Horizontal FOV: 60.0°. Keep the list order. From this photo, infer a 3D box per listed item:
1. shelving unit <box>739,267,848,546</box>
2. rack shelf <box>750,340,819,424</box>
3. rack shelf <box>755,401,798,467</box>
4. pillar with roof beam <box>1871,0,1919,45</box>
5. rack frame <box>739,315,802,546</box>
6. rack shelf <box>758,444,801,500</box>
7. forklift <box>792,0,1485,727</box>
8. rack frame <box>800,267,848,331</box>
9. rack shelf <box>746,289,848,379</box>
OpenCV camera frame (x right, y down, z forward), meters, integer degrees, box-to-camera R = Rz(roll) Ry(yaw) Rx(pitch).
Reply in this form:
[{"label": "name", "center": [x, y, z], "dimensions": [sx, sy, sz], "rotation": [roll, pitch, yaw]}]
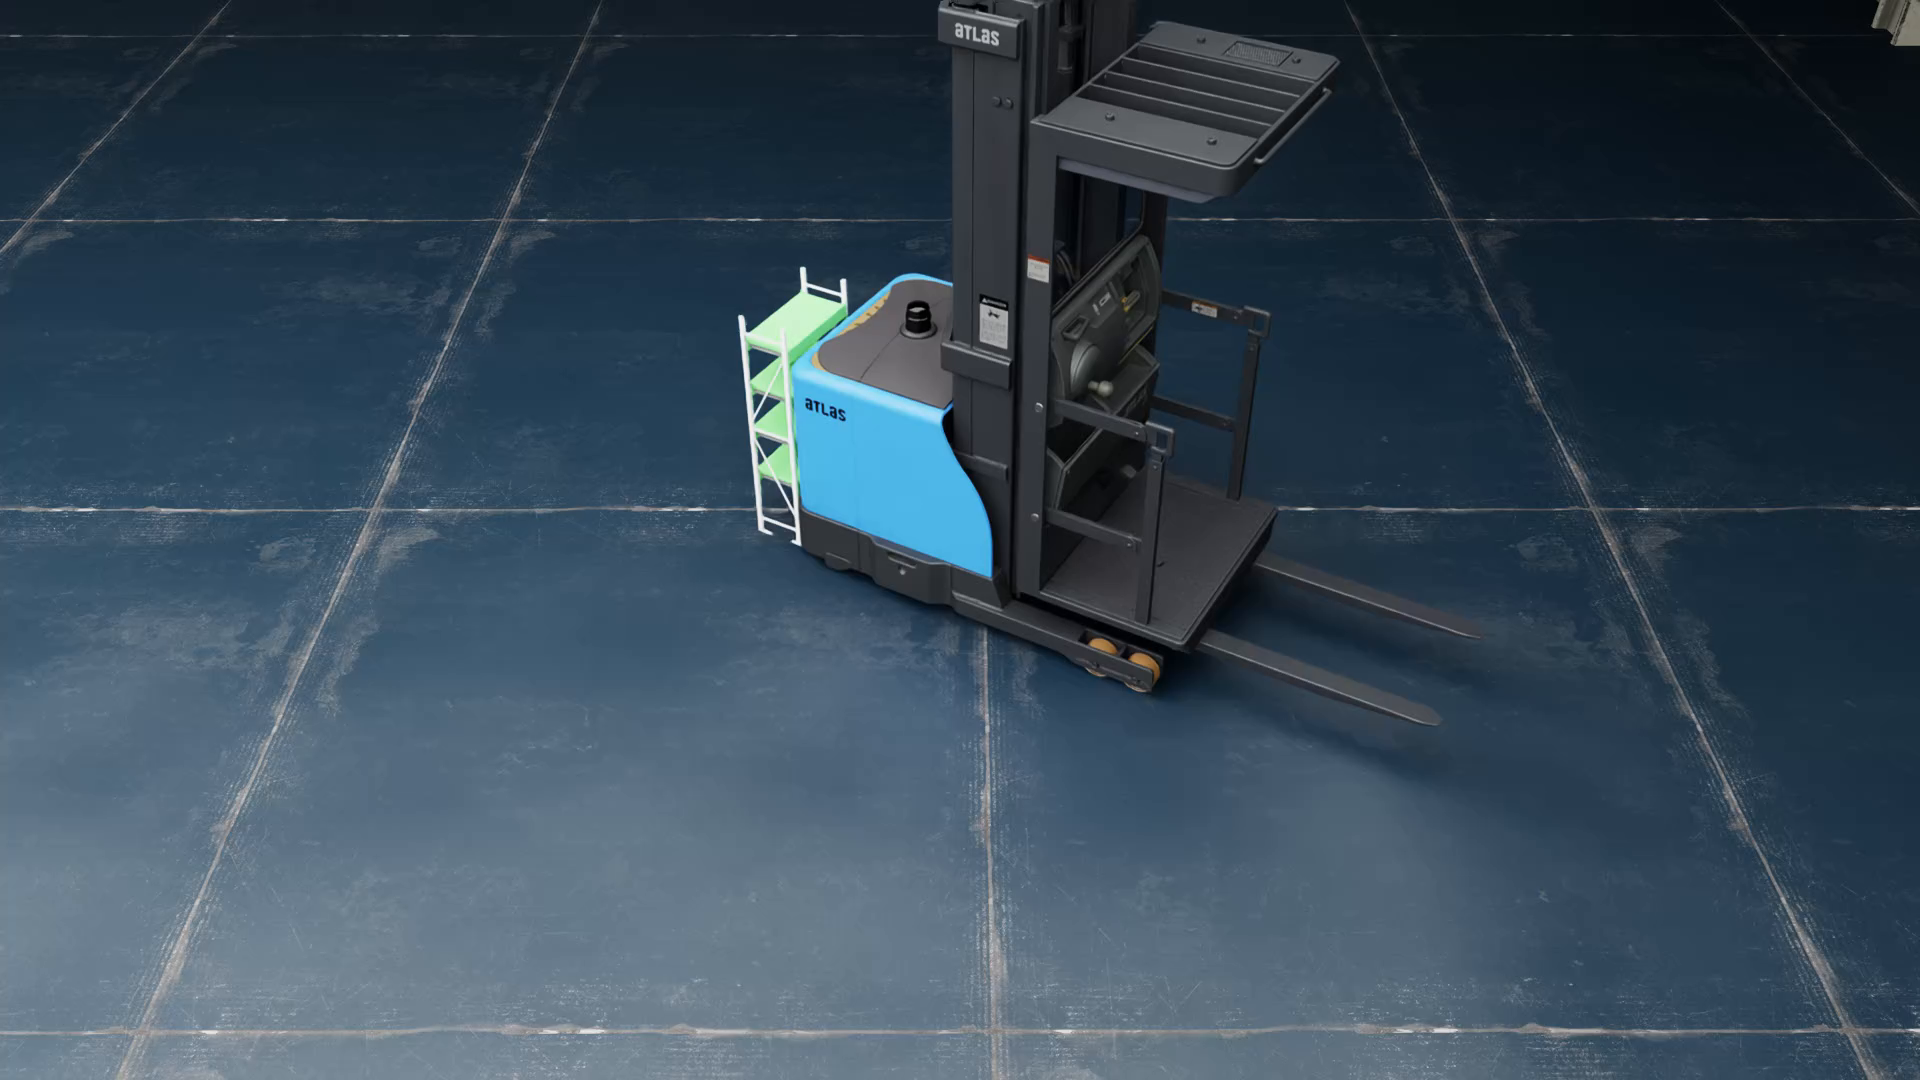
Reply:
[{"label": "shelving unit", "center": [-0.745, -0.614, 7.802], "dimensions": [0.258, 1.200, 0.503], "rotation": [19, 43, 22]}, {"label": "rack shelf", "center": [-0.745, -0.751, 7.692], "dimensions": [0.258, 0.148, 0.480], "rotation": [19, 43, 22]}, {"label": "rack shelf", "center": [-0.745, -0.564, 7.842], "dimensions": [0.258, 0.148, 0.480], "rotation": [19, 43, 22]}, {"label": "pillar with roof beam", "center": [2.985, -7.415, 10.053], "dimensions": [9.100, 9.000, 0.400], "rotation": [0, 39, 0]}, {"label": "rack frame", "center": [-0.864, -0.481, 7.636], "dimensions": [0.240, 1.200, 0.015], "rotation": [19, 43, 22]}, {"label": "rack shelf", "center": [-0.745, -0.377, 7.992], "dimensions": [0.258, 0.148, 0.480], "rotation": [19, 43, 22]}, {"label": "forklift", "center": [0.783, -0.870, 6.738], "dimensions": [3.031, 2.935, 1.130], "rotation": [20, 43, 23]}, {"label": "rack frame", "center": [-0.625, -0.747, 7.968], "dimensions": [0.240, 1.200, 0.015], "rotation": [19, 43, 22]}, {"label": "rack shelf", "center": [-0.745, -0.939, 7.542], "dimensions": [0.258, 0.148, 0.480], "rotation": [19, 43, 22]}]
